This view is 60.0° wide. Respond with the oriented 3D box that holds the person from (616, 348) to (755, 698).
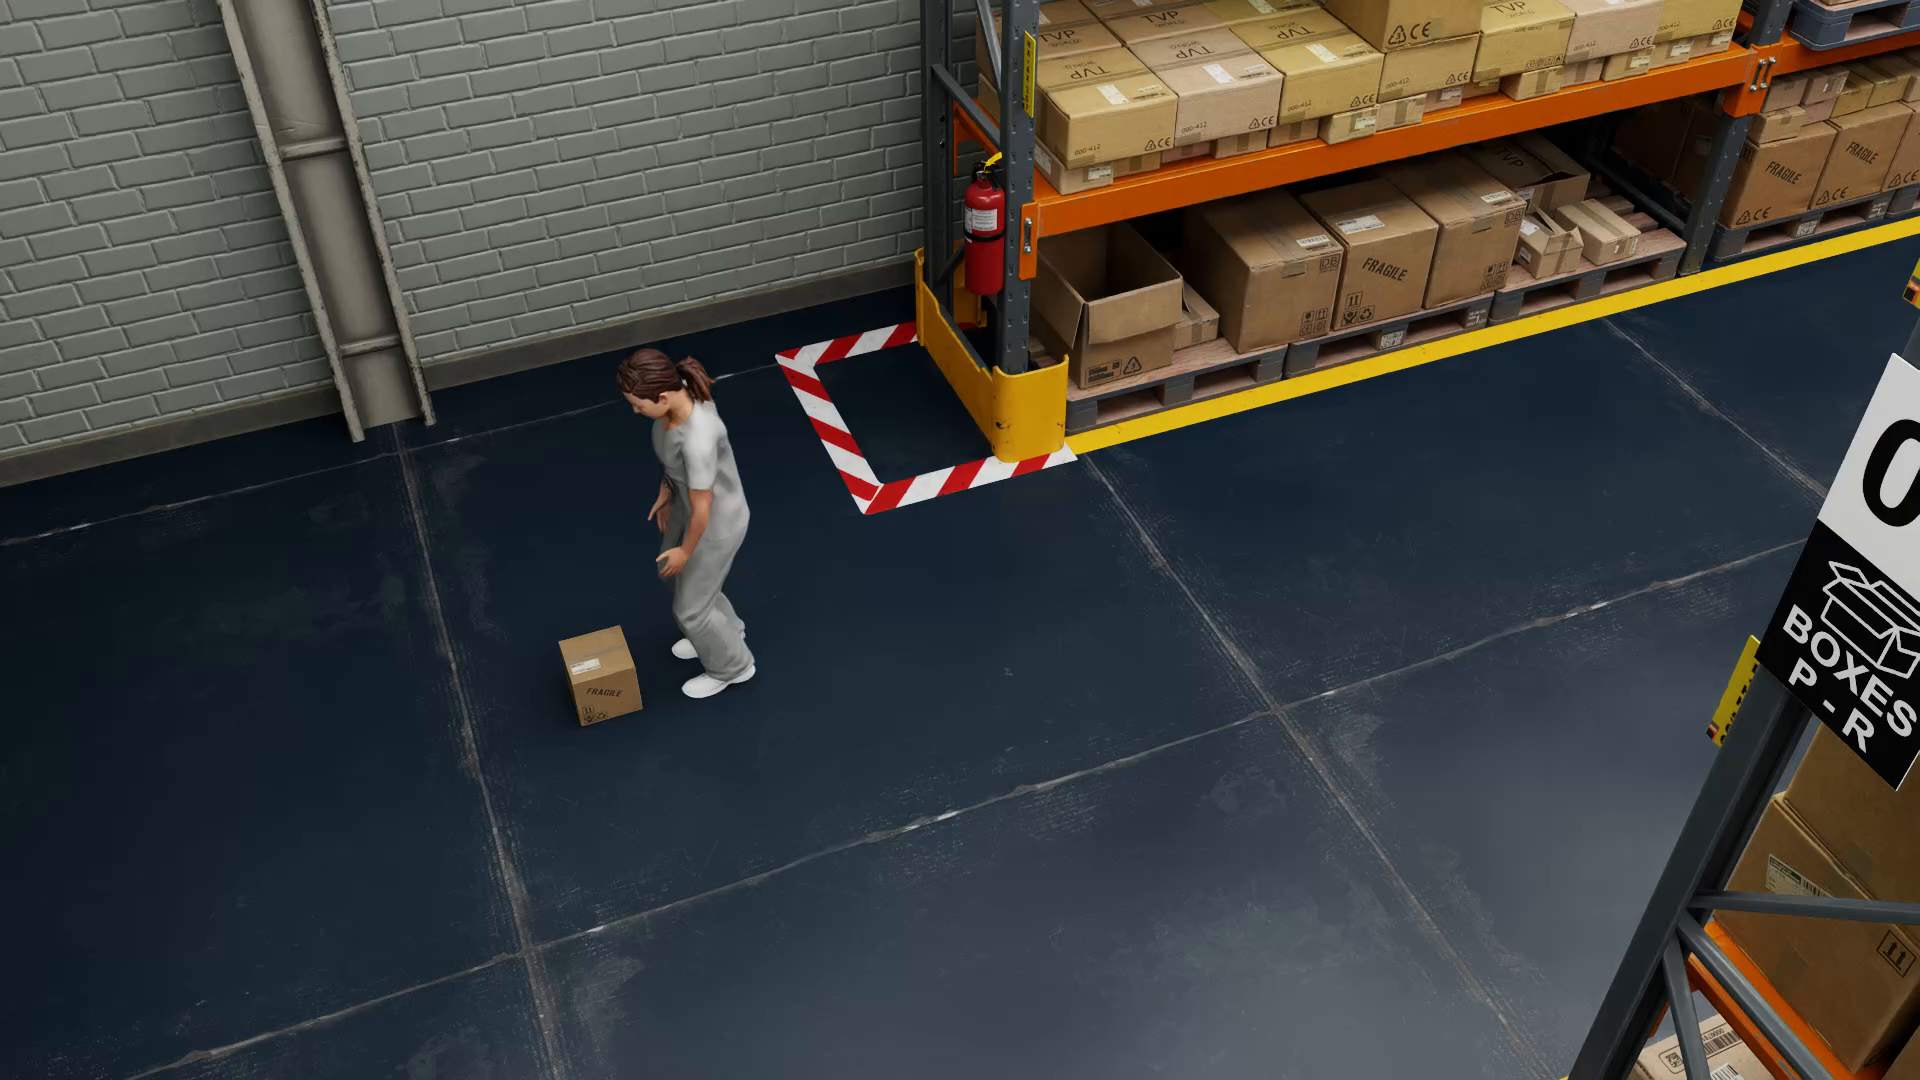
[{"bbox_3d":[-0.999,-0.044,6.308,0.406,1.554,0.464,-14,44,-15],"label":"person"}]
